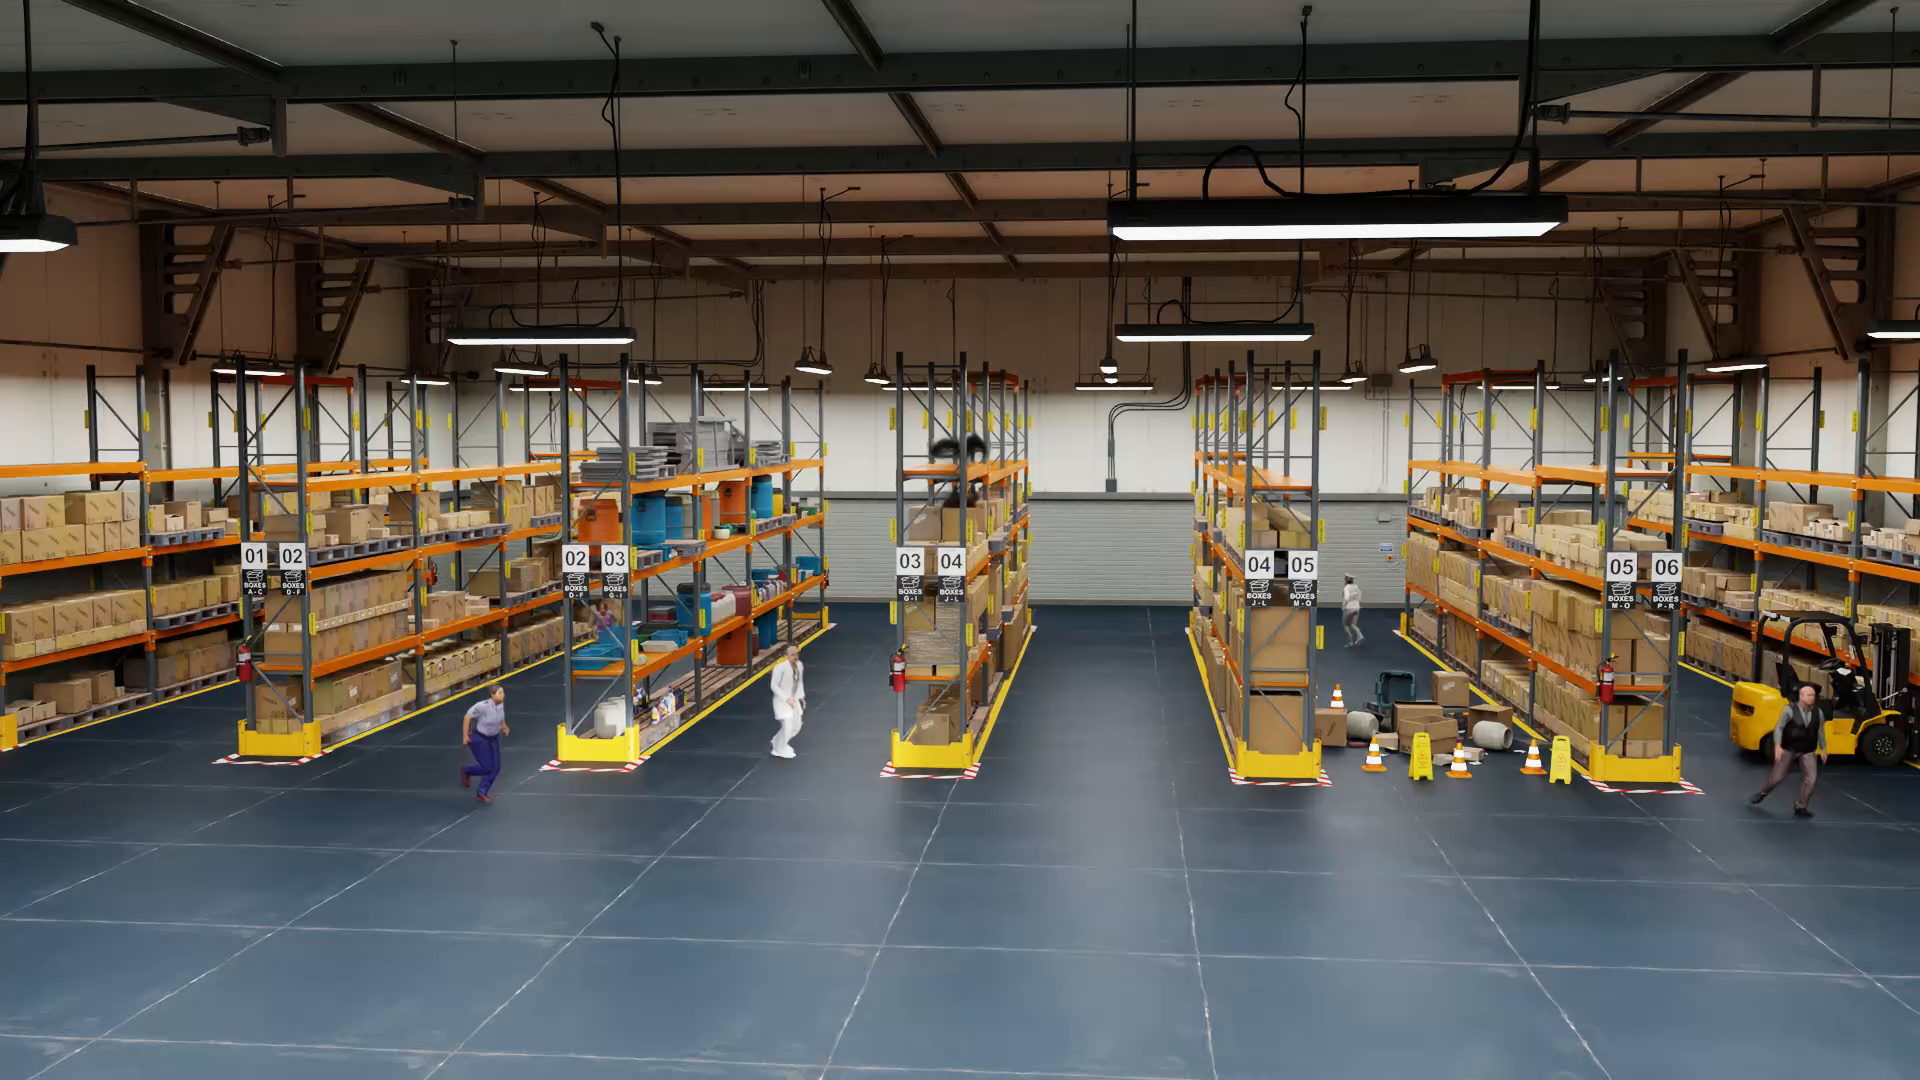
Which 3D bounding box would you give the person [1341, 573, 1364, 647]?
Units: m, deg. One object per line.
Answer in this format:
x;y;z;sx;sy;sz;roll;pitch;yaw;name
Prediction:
8.720;1.584;36.730;0.601;1.654;0.723;-2;4;-24;person

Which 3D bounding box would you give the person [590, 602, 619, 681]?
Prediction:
-6.930;1.950;32.493;0.550;1.552;0.865;-1;4;-7;person

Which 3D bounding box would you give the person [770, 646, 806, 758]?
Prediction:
-2.622;2.401;24.691;0.767;1.705;0.683;3;5;37;person

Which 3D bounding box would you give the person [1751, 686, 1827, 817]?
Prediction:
10.609;2.661;21.242;0.778;1.663;0.696;0;4;4;person

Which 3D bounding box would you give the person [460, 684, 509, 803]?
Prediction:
-6.276;2.679;21.943;0.697;1.586;0.606;2;4;22;person
